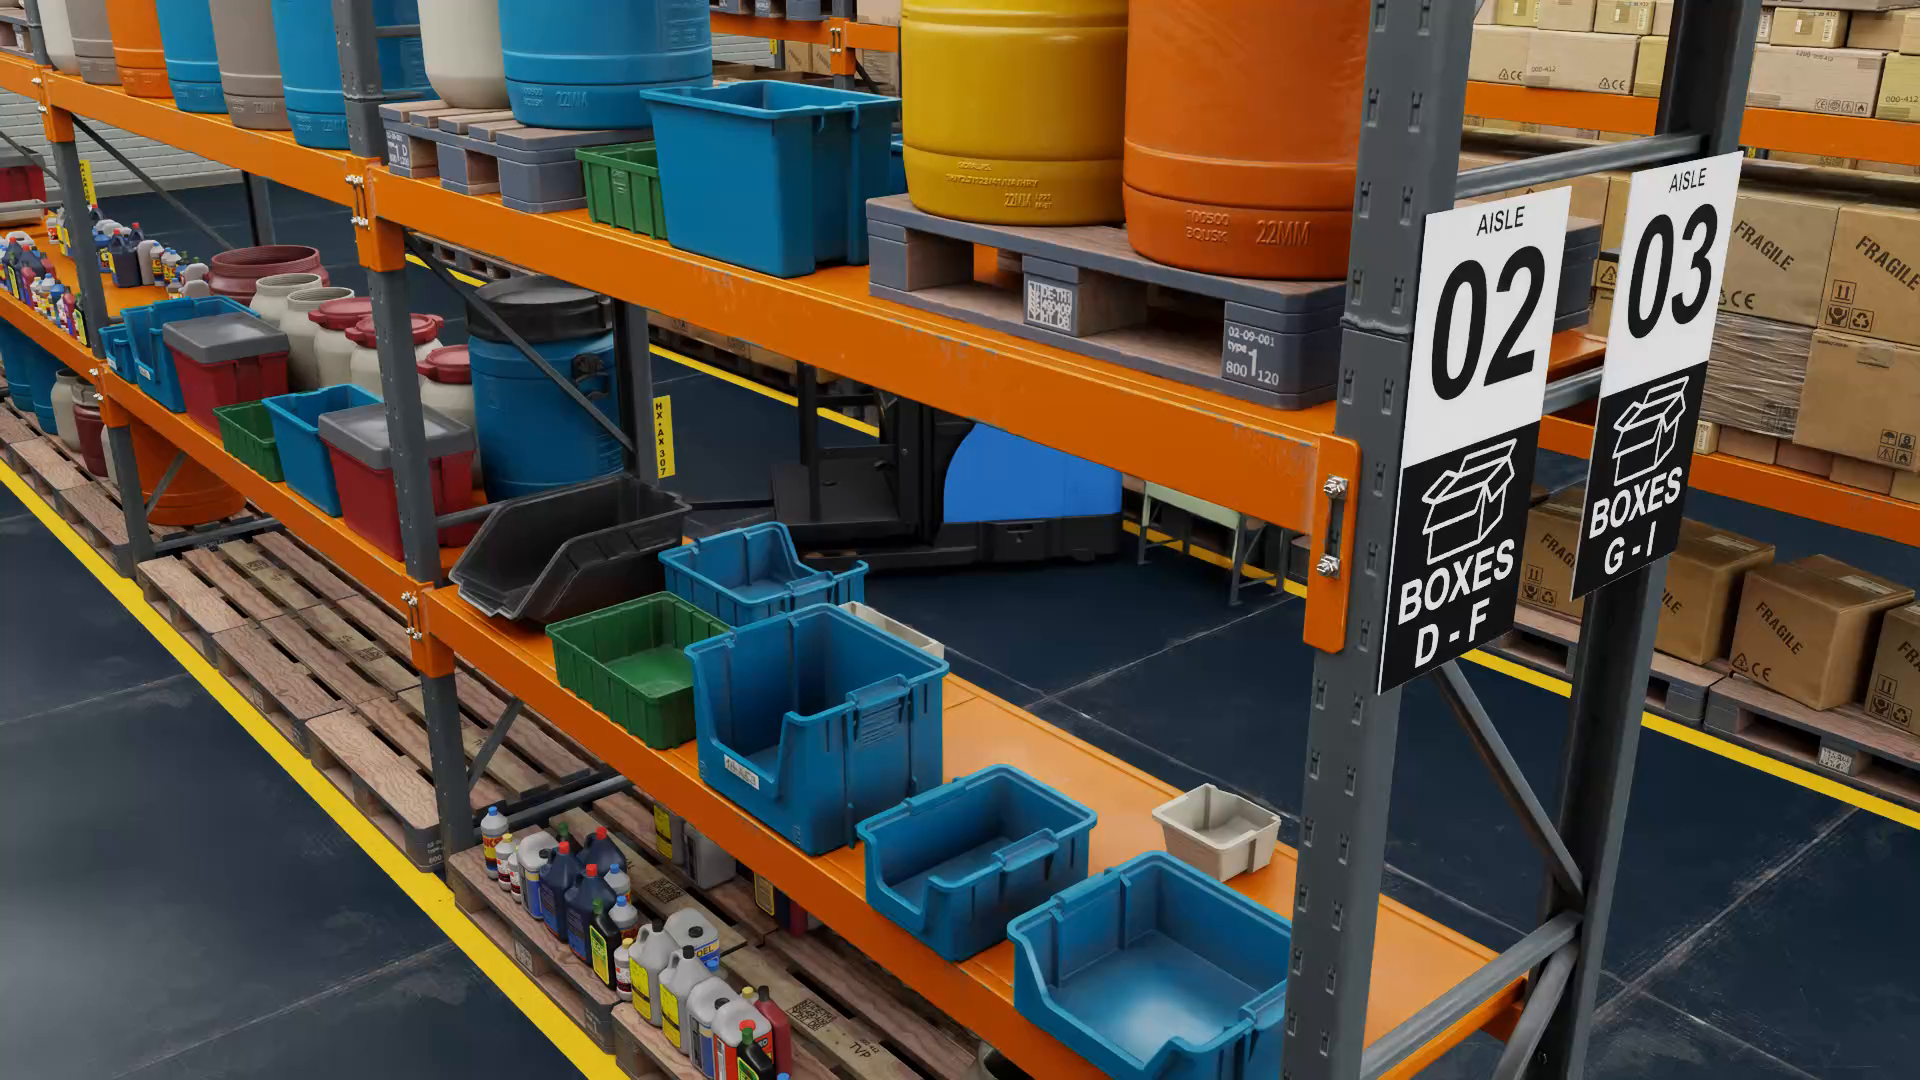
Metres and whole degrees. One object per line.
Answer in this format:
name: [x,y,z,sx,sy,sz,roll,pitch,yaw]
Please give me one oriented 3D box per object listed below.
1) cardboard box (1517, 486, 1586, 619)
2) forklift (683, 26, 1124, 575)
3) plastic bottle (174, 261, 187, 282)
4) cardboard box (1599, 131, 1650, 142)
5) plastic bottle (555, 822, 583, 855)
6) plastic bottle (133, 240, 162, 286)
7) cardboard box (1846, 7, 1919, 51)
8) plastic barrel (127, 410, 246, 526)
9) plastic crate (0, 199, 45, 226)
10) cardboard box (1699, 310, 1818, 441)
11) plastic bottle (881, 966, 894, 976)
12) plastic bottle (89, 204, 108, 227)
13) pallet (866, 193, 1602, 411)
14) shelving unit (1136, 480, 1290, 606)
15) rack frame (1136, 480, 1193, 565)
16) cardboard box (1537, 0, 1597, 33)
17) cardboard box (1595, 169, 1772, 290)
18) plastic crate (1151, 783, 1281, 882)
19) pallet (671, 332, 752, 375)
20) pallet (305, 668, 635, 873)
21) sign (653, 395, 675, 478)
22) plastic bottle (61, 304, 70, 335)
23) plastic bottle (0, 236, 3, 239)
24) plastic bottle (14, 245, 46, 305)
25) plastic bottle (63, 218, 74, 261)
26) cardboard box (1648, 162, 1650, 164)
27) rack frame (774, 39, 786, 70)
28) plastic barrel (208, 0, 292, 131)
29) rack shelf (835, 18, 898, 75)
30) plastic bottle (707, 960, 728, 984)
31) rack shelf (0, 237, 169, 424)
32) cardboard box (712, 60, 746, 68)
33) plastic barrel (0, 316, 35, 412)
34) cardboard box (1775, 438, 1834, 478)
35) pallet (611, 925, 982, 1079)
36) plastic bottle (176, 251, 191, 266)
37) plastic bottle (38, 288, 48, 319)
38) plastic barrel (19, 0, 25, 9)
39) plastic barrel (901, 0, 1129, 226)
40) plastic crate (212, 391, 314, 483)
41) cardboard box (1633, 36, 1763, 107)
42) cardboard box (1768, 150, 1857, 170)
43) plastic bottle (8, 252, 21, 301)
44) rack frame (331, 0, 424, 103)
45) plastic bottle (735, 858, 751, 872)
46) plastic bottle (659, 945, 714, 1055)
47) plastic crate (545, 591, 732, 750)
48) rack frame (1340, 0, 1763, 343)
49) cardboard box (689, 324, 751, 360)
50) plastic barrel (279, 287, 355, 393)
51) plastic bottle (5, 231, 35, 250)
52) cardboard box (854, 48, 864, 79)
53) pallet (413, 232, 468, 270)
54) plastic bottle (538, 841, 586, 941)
cardboard box: [3.233,0.074,8.533,0.500,0.500,0.500,19,29,40]
forklift: [-0.616,-1.331,9.364,3.031,2.935,1.130,-3,22,-8]
plastic bottle: [-4.646,-1.538,9.974,0.097,0.271,0.097,0,21,0]
cardboard box: [5.315,-3.266,12.701,0.700,0.500,0.500,-18,28,-38]
plastic bottle: [-1.407,1.165,6.017,0.061,0.283,0.133,-17,27,-37]
plastic bottle: [-5.149,-1.771,10.563,0.152,0.276,0.135,-17,27,-37]
cardboard box: [3.759,-2.044,6.636,0.380,0.149,0.250,-17,27,-37]
plastic barrel: [-4.538,-0.565,9.715,0.600,0.830,0.708,-17,27,-37]
plastic crate: [-7.012,-2.422,12.335,0.396,0.136,0.243,-17,27,-37]
cardboard box: [3.719,-0.820,7.419,0.875,0.500,0.500,-17,27,-37]
plastic bottle: [-0.220,1.329,5.616,0.097,0.271,0.097,0,21,0]
plastic bottle: [-5.848,-2.104,11.311,0.144,0.351,0.185,-17,27,-37]
pallet: [0.550,-0.600,3.548,1.003,0.211,1.213,-17,27,-37]
shelving unit: [1.443,-0.491,9.139,0.431,1.500,0.755,-11,24,-36]
rack frame: [1.222,-0.598,9.410,0.400,1.500,0.023,-11,24,-36]
cardboard box: [2.823,-2.383,7.502,0.380,0.149,0.250,-18,28,-38]
cardboard box: [3.247,-1.377,7.472,0.500,0.500,0.500,-17,27,-37]
plastic crate: [0.676,0.760,4.292,0.298,0.136,0.250,-17,27,-37]
pallet: [-1.703,-1.703,14.042,1.003,0.211,1.213,-17,27,-37]
pallet: [-2.137,0.946,7.278,1.003,0.211,1.213,-17,27,-37]
sign: [-1.171,-0.401,6.515,0.100,0.325,0.005,-17,27,-37]
plastic bottle: [-5.005,-1.267,9.378,0.097,0.201,0.097,0,21,0]
plastic bottle: [-6.199,-1.822,10.694,0.152,0.276,0.135,-17,27,-37]
plastic bottle: [-5.611,-1.606,10.040,0.144,0.351,0.185,-17,27,-37]
plastic bottle: [-5.958,-2.070,11.224,0.144,0.351,0.185,-17,27,-37]
cardboard box: [3.313,-1.639,8.139,0.500,0.500,0.500,-17,27,-37]
rack frame: [-1.852,-5.791,20.658,1.000,3.000,0.127,-17,27,-37]
plastic barrel: [-2.518,-2.044,6.289,0.600,0.901,0.600,0,21,0]
rack shelf: [0.852,-2.938,10.244,1.077,0.370,4.000,-17,27,-37]
plastic bottle: [-0.797,1.456,5.388,0.097,0.201,0.097,0,21,0]
rack shelf: [-5.511,-1.467,10.603,1.077,0.370,4.000,-17,27,-37]
cardboard box: [-2.202,-3.680,13.755,0.797,0.503,0.637,-17,27,-37]
plastic barrel: [-6.475,-1.419,11.794,0.600,0.901,0.708,-17,27,-37]
cardboard box: [3.778,-0.408,7.258,0.380,0.149,0.250,-17,27,-37]
pallet: [-0.388,1.687,5.388,1.003,0.211,1.213,-17,27,-37]
plastic bottle: [-4.749,-1.631,10.195,0.061,0.283,0.133,-17,27,-37]
plastic bottle: [-5.323,-1.401,9.722,0.097,0.201,0.097,0,21,0]
plastic barrel: [-5.017,-3.038,9.130,0.301,0.262,0.301,0,21,0]
plastic barrel: [0.176,-1.004,3.486,0.600,0.588,0.600,0,21,0]
plastic crate: [-2.946,-0.459,7.335,0.450,0.188,0.662,-17,27,-37]
cardboard box: [3.273,-2.036,7.163,0.500,0.250,0.500,-18,28,-38]
cardboard box: [6.196,-2.939,11.687,0.875,0.550,0.550,-17,27,-37]
plastic bottle: [-5.747,-1.609,10.139,0.061,0.283,0.133,-17,27,-37]
rack frame: [-1.595,-2.938,5.145,1.000,3.000,0.127,-17,27,-37]
plastic bottle: [-0.831,1.047,6.227,0.144,0.351,0.185,-19,28,-40]
plastic bottle: [-0.860,1.427,5.256,0.144,0.351,0.185,-16,27,-35]
plastic crate: [-0.923,0.397,5.149,0.450,0.188,0.662,-17,27,-37]
rack frame: [1.016,-1.832,2.323,1.000,3.000,0.127,-17,27,-37]
cardboard box: [-1.464,-2.078,13.515,1.225,0.875,0.875,-17,27,-37]
plastic barrel: [-3.098,-0.952,8.147,0.421,0.512,0.421,0,21,0]
plastic bottle: [-6.084,-1.858,10.786,0.152,0.276,0.135,-17,27,-37]
cardboard box: [-1.090,-5.507,19.385,0.500,0.500,0.500,-17,27,-37]
pallet: [-5.094,-3.138,17.706,1.003,0.211,1.213,-17,27,-37]
plastic bottle: [-1.382,1.206,5.820,0.144,0.351,0.185,-17,27,-36]
